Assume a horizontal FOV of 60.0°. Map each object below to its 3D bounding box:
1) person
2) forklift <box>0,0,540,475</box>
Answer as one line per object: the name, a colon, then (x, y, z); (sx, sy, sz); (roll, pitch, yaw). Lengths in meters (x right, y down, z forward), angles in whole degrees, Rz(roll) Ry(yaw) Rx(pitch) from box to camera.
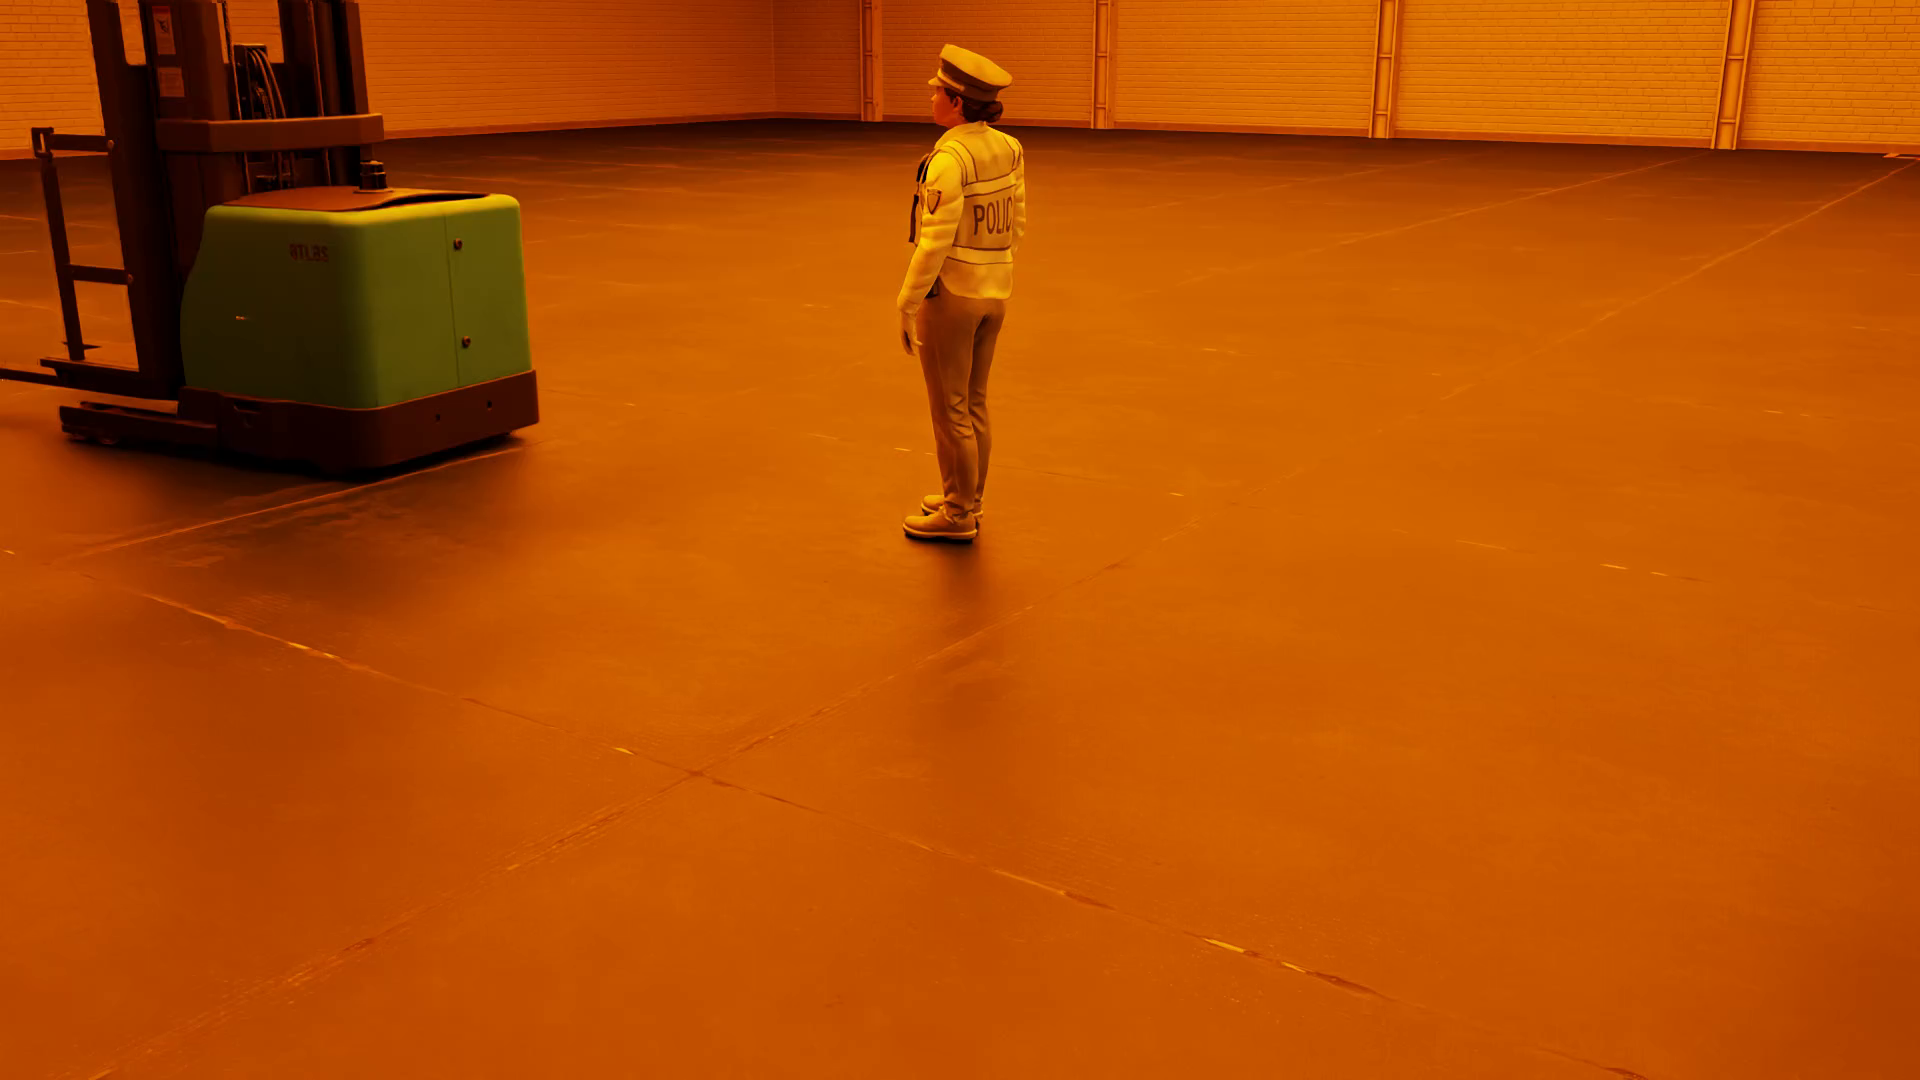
person: (-0.053, -0.832, 5.747); (0.530, 1.694, 0.586); (11, 20, 33)
forklift: (-3.438, -1.946, 7.339); (3.031, 2.935, 1.130); (9, 19, 26)
